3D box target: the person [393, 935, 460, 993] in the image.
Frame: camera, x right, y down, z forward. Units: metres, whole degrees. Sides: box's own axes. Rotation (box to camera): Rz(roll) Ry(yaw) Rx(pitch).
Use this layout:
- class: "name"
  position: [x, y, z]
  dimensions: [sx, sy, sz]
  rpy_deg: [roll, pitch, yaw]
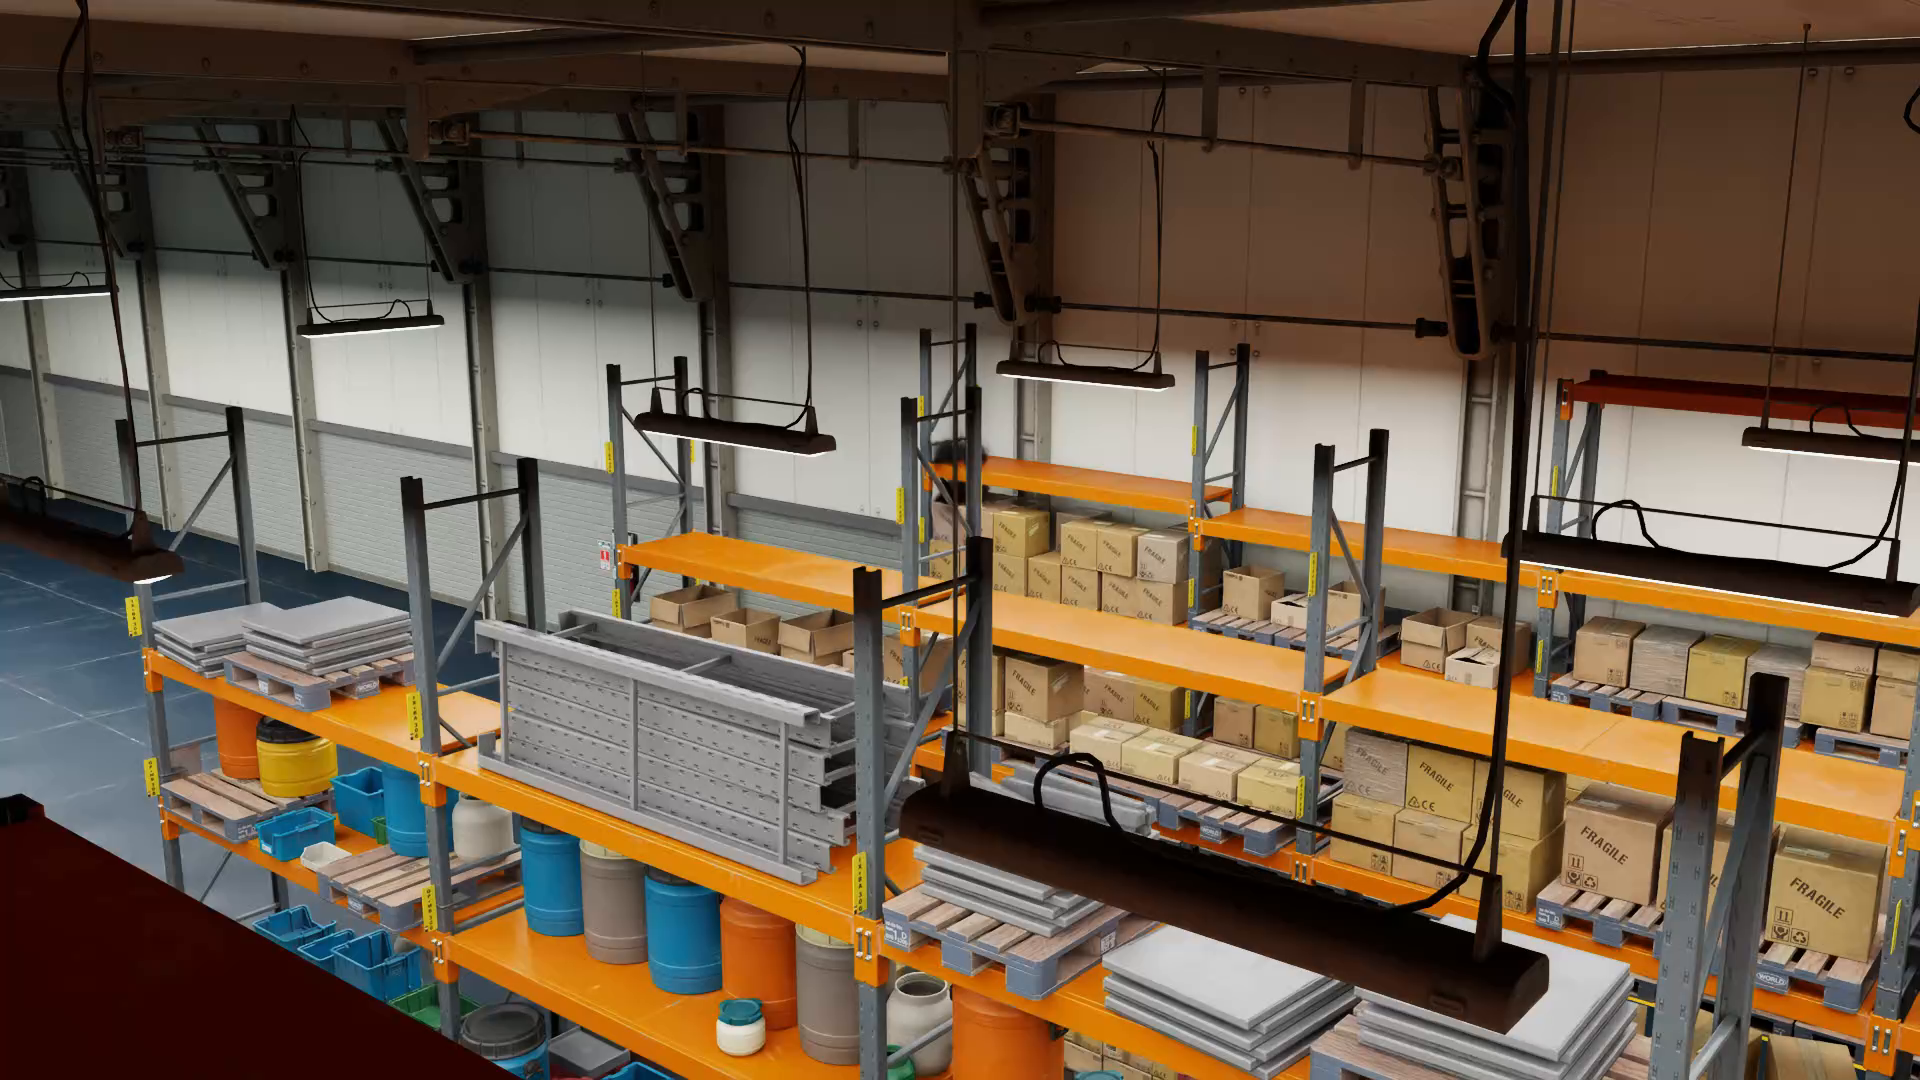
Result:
- class: "person"
  position: [-5.151, 3.745, 15.854]
  dimensions: [0.794, 1.739, 0.582]
  rpy_deg: [3, 13, 12]

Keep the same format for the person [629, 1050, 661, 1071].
- class: "person"
  position: [-2.621, 4.227, 13.578]
  dimensions: [0.661, 1.727, 0.705]
  rpy_deg: [9, 15, 34]
